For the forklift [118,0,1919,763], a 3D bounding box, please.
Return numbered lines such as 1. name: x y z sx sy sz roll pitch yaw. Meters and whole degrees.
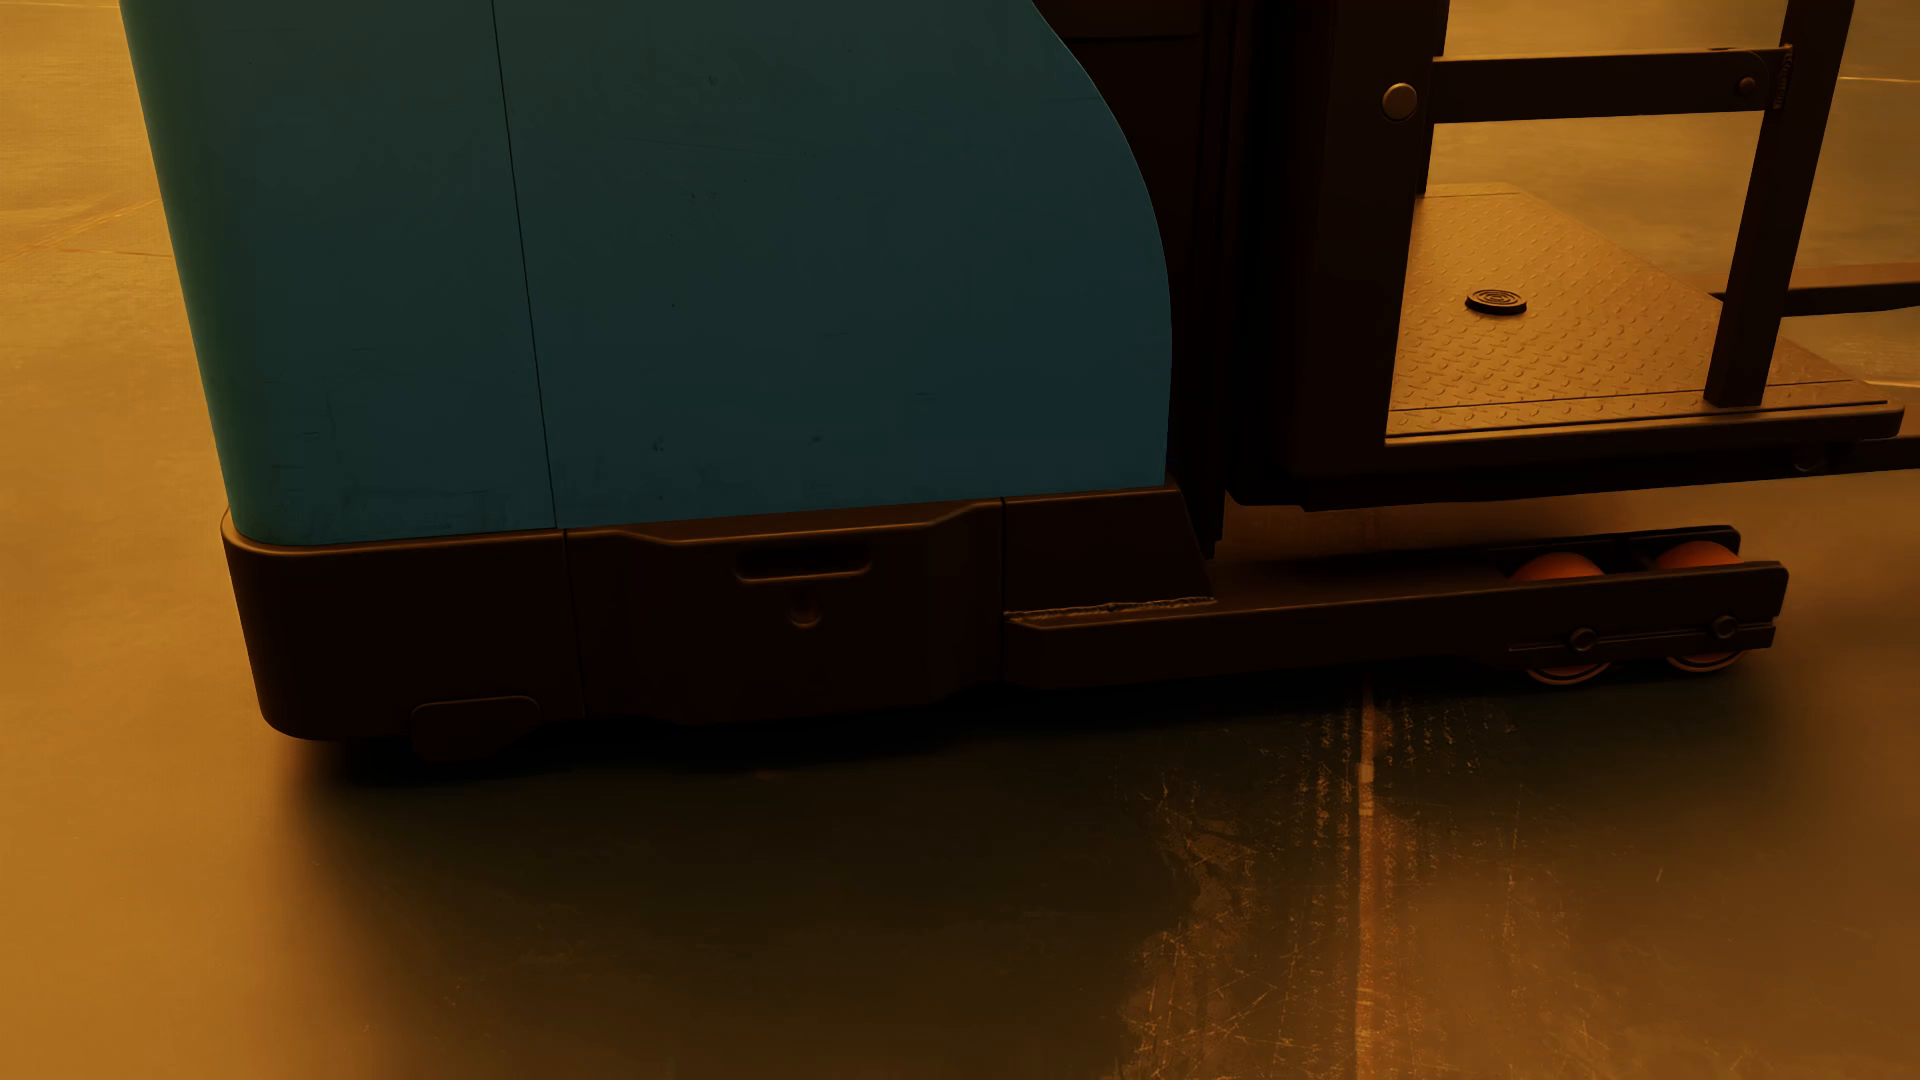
1. forklift: 0.600 -1.354 1.930 3.031 2.935 1.130 -4 27 -9
